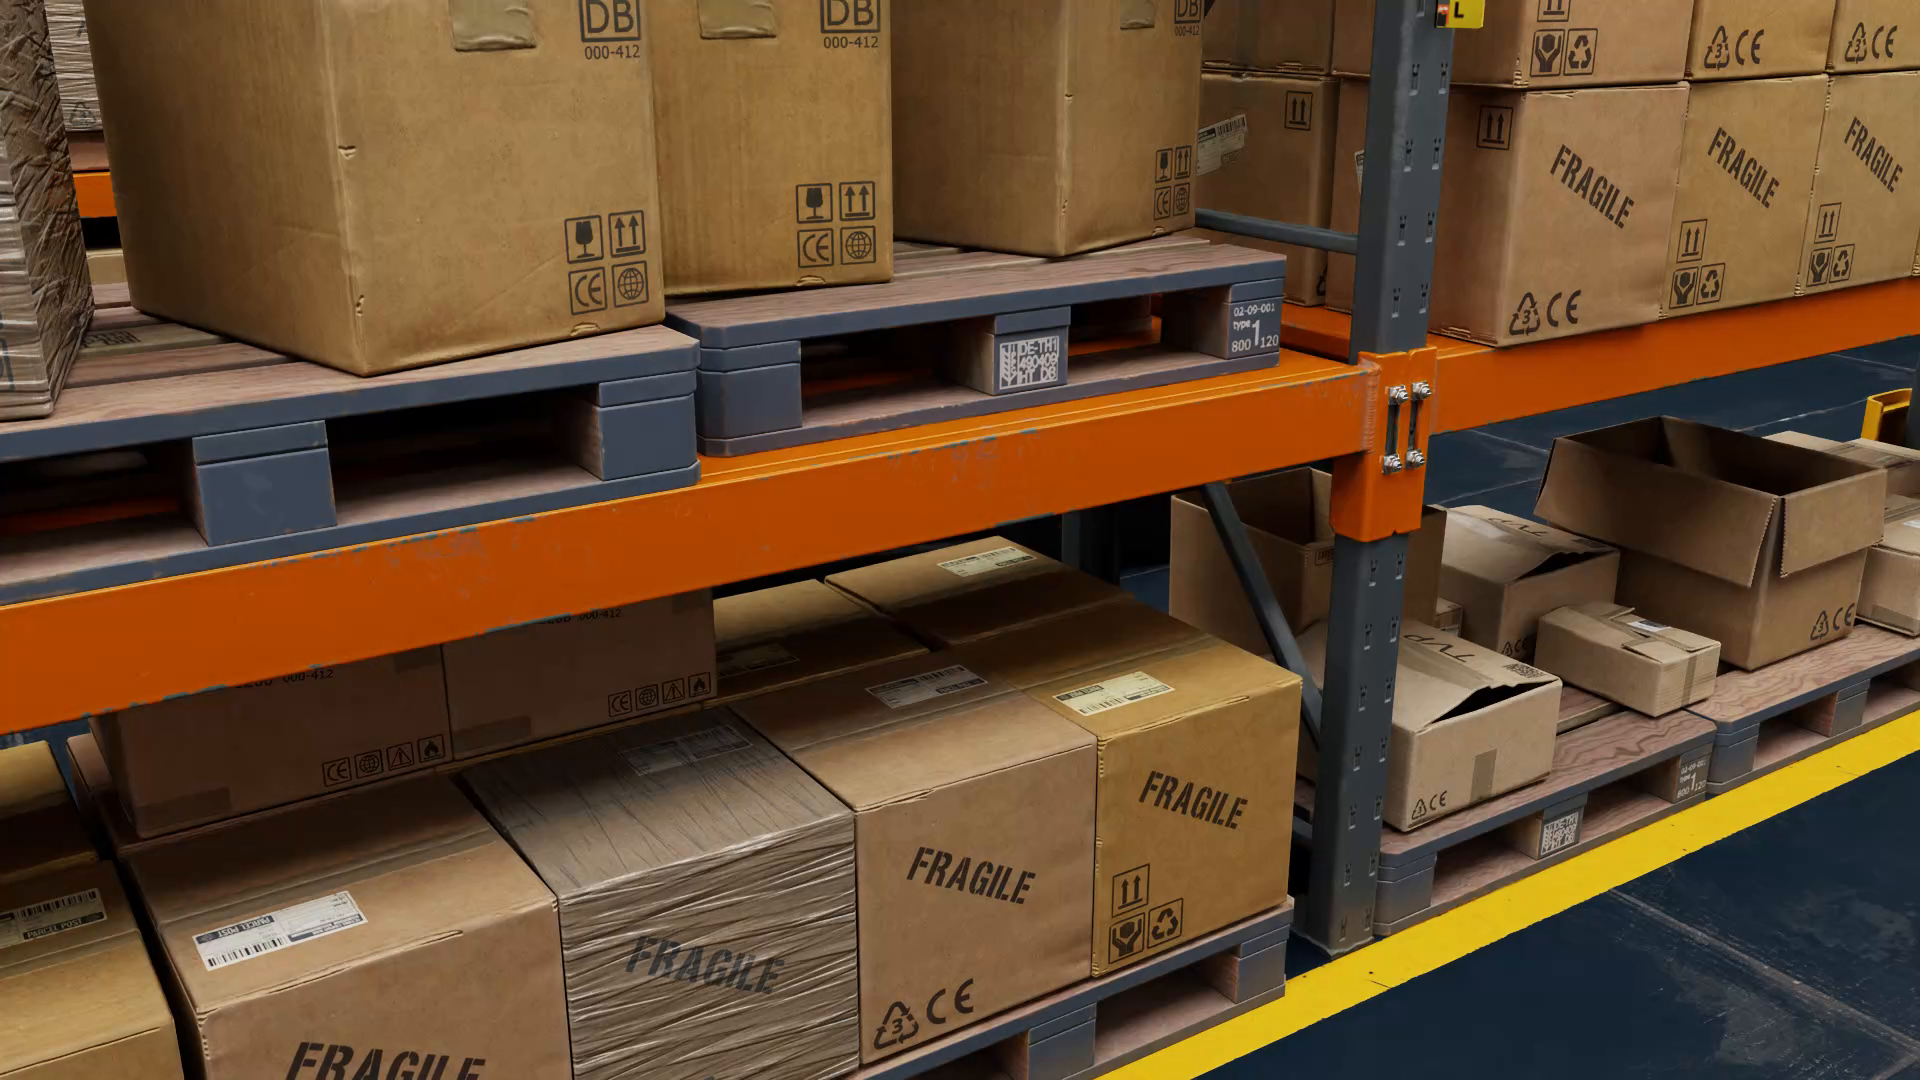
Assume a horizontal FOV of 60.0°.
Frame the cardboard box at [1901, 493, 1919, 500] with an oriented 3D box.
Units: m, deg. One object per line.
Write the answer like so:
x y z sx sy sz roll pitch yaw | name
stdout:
3.211 -0.023 5.367 0.250 0.166 0.380 -12 22 -31 | cardboard box

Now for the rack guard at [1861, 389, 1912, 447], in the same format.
3.853 -0.168 5.962 0.348 0.500 1.175 -12 22 -31 | rack guard

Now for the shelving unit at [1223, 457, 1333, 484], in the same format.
1.297 -0.932 6.661 1.083 1.500 0.587 -11 22 -30 | shelving unit

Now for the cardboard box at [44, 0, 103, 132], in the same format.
-3.243 -1.856 6.399 0.500 0.500 0.500 -12 22 -31 | cardboard box

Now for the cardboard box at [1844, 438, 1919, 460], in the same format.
3.378 -0.242 6.041 0.250 0.149 0.380 -12 22 -31 | cardboard box

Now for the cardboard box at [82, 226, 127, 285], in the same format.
-3.363 -0.860 6.805 0.750 0.750 0.750 -11 22 -30 | cardboard box

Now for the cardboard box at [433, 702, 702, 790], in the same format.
-0.823 0.517 3.247 0.500 0.500 0.500 -12 22 -31 | cardboard box

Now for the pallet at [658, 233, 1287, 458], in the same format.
-0.151 -0.459 3.218 1.213 0.211 1.003 -12 22 -31 | pallet

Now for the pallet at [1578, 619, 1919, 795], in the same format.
2.170 0.323 4.961 1.213 0.211 1.003 -12 22 -31 | pallet

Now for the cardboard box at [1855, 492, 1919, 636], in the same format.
2.788 0.049 5.022 0.500 0.250 0.500 -12 22 -31 | cardboard box

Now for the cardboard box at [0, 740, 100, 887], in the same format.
-1.680 0.700 2.706 0.500 0.500 0.500 -13 23 -33 | cardboard box

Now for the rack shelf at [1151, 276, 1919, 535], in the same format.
2.247 -0.673 4.675 4.000 0.370 1.077 -12 22 -31 | rack shelf

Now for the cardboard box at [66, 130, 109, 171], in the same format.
-3.363 -1.529 6.444 0.250 0.149 0.380 -13 22 -33 | cardboard box

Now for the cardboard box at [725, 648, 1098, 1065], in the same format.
-0.096 0.563 3.112 0.500 0.500 0.500 -12 22 -31 | cardboard box

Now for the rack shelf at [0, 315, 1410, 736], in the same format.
-1.094 0.032 2.591 4.000 0.370 1.077 -12 22 -31 | rack shelf

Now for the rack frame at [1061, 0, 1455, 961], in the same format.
0.576 -0.661 3.517 0.127 3.000 1.000 -12 22 -31 | rack frame

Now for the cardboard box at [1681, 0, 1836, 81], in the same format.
1.555 -1.281 3.633 0.500 0.500 0.500 -13 22 -33 | cardboard box

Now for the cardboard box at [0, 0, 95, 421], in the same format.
-1.432 -0.454 2.093 0.500 0.500 0.700 -8 20 -21 | cardboard box

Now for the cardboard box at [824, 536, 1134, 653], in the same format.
0.038 0.334 3.788 0.500 0.500 0.500 -13 23 -34 | cardboard box

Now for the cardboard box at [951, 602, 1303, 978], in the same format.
0.322 0.478 3.363 0.500 0.500 0.500 -12 22 -32 | cardboard box

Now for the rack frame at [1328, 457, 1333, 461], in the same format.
1.722 -1.016 6.909 0.032 1.500 0.500 -11 22 -30 | rack frame

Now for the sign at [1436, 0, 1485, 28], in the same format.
0.884 -1.062 2.895 0.005 0.325 0.100 -12 22 -31 | sign

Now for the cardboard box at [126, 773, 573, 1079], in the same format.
-0.938 0.741 2.585 0.500 0.500 0.500 -13 23 -33 | cardboard box

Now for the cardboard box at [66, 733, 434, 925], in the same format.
-1.245 0.606 2.984 0.500 0.500 0.500 -13 23 -33 | cardboard box

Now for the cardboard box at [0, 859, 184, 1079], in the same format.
-1.371 0.835 2.309 0.500 0.500 0.500 -12 22 -32 | cardboard box

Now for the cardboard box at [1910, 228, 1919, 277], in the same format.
2.421 -0.994 4.346 0.500 0.500 0.500 -12 22 -32 | cardboard box

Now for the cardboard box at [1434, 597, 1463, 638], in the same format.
1.176 0.222 4.668 0.250 0.149 0.380 -12 22 -31 | cardboard box

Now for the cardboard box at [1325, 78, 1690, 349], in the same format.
1.152 -0.726 3.551 0.500 0.500 0.500 -11 22 -30 | cardboard box

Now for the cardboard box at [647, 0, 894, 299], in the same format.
-0.482 -0.746 2.956 0.500 0.500 0.700 -8 20 -23 | cardboard box

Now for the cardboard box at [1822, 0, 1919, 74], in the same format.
1.985 -1.372 3.901 0.500 0.500 0.500 -13 22 -33 | cardboard box

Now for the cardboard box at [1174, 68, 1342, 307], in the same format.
0.853 -0.865 3.965 0.500 0.500 0.500 -11 22 -31 | cardboard box

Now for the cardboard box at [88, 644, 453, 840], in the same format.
-1.216 0.244 2.885 0.500 0.250 0.500 -12 22 -32 | cardboard box

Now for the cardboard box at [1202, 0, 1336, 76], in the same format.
0.856 -1.341 3.810 0.500 0.500 0.500 -12 22 -31 | cardboard box

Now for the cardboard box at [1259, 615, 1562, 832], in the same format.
1.046 0.388 3.925 0.500 0.311 0.500 -12 22 -31 | cardboard box

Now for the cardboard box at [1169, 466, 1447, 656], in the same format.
0.896 0.138 4.369 0.500 0.500 0.500 -12 22 -31 | cardboard box

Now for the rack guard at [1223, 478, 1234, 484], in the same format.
0.873 -0.257 6.614 0.087 0.250 0.587 -11 22 -30 | rack guard

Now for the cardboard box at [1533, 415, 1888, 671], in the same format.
2.142 -0.019 4.830 0.637 0.503 0.797 -12 22 -31 | cardboard box

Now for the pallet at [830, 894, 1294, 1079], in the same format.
-0.082 0.813 3.510 1.213 0.211 1.003 -12 22 -31 | pallet

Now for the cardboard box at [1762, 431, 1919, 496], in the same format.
2.889 -0.164 5.652 0.500 0.250 0.500 -12 22 -31 | cardboard box

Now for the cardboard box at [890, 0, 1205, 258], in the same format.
0.058 -0.884 3.364 0.700 0.500 0.500 14 23 35 | cardboard box

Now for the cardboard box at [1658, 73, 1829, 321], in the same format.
1.578 -0.817 3.821 0.500 0.500 0.500 -11 22 -30 | cardboard box

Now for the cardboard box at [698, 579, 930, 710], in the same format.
-0.401 0.431 3.501 0.500 0.500 0.500 -12 22 -31 | cardboard box

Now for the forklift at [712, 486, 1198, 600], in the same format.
-0.658 -1.341 5.634 3.031 2.935 1.130 -5 19 -16 | forklift

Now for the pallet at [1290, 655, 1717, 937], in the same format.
1.150 0.539 4.321 1.213 0.211 1.003 -12 22 -31 | pallet

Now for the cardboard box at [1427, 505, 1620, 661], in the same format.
1.522 0.096 4.790 0.500 0.311 0.500 -12 22 -31 | cardboard box

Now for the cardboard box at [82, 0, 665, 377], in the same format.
-0.865 -0.580 2.465 0.700 0.500 0.500 16 24 39 | cardboard box

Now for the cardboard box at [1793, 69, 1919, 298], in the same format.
1.997 -0.904 4.079 0.500 0.500 0.500 -12 22 -32 | cardboard box

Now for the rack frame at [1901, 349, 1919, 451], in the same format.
3.917 -1.366 5.601 0.127 3.000 1.000 -12 22 -31 | rack frame

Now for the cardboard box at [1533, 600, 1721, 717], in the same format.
1.763 0.301 4.407 0.250 0.166 0.380 -12 22 -31 | cardboard box

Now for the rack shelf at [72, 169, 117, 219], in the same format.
-3.822 -1.293 6.508 4.000 0.370 1.077 -12 22 -31 | rack shelf

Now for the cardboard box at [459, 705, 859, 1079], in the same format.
-0.515 0.651 2.852 0.500 0.500 0.500 -12 22 -31 | cardboard box

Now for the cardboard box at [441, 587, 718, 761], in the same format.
-0.797 0.155 3.147 0.500 0.250 0.500 -12 22 -31 | cardboard box

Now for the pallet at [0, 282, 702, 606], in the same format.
-1.143 -0.210 2.481 1.213 0.211 1.003 -12 22 -31 | pallet

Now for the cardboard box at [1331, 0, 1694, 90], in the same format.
1.124 -1.190 3.364 0.500 0.500 0.500 -11 22 -30 | cardboard box
